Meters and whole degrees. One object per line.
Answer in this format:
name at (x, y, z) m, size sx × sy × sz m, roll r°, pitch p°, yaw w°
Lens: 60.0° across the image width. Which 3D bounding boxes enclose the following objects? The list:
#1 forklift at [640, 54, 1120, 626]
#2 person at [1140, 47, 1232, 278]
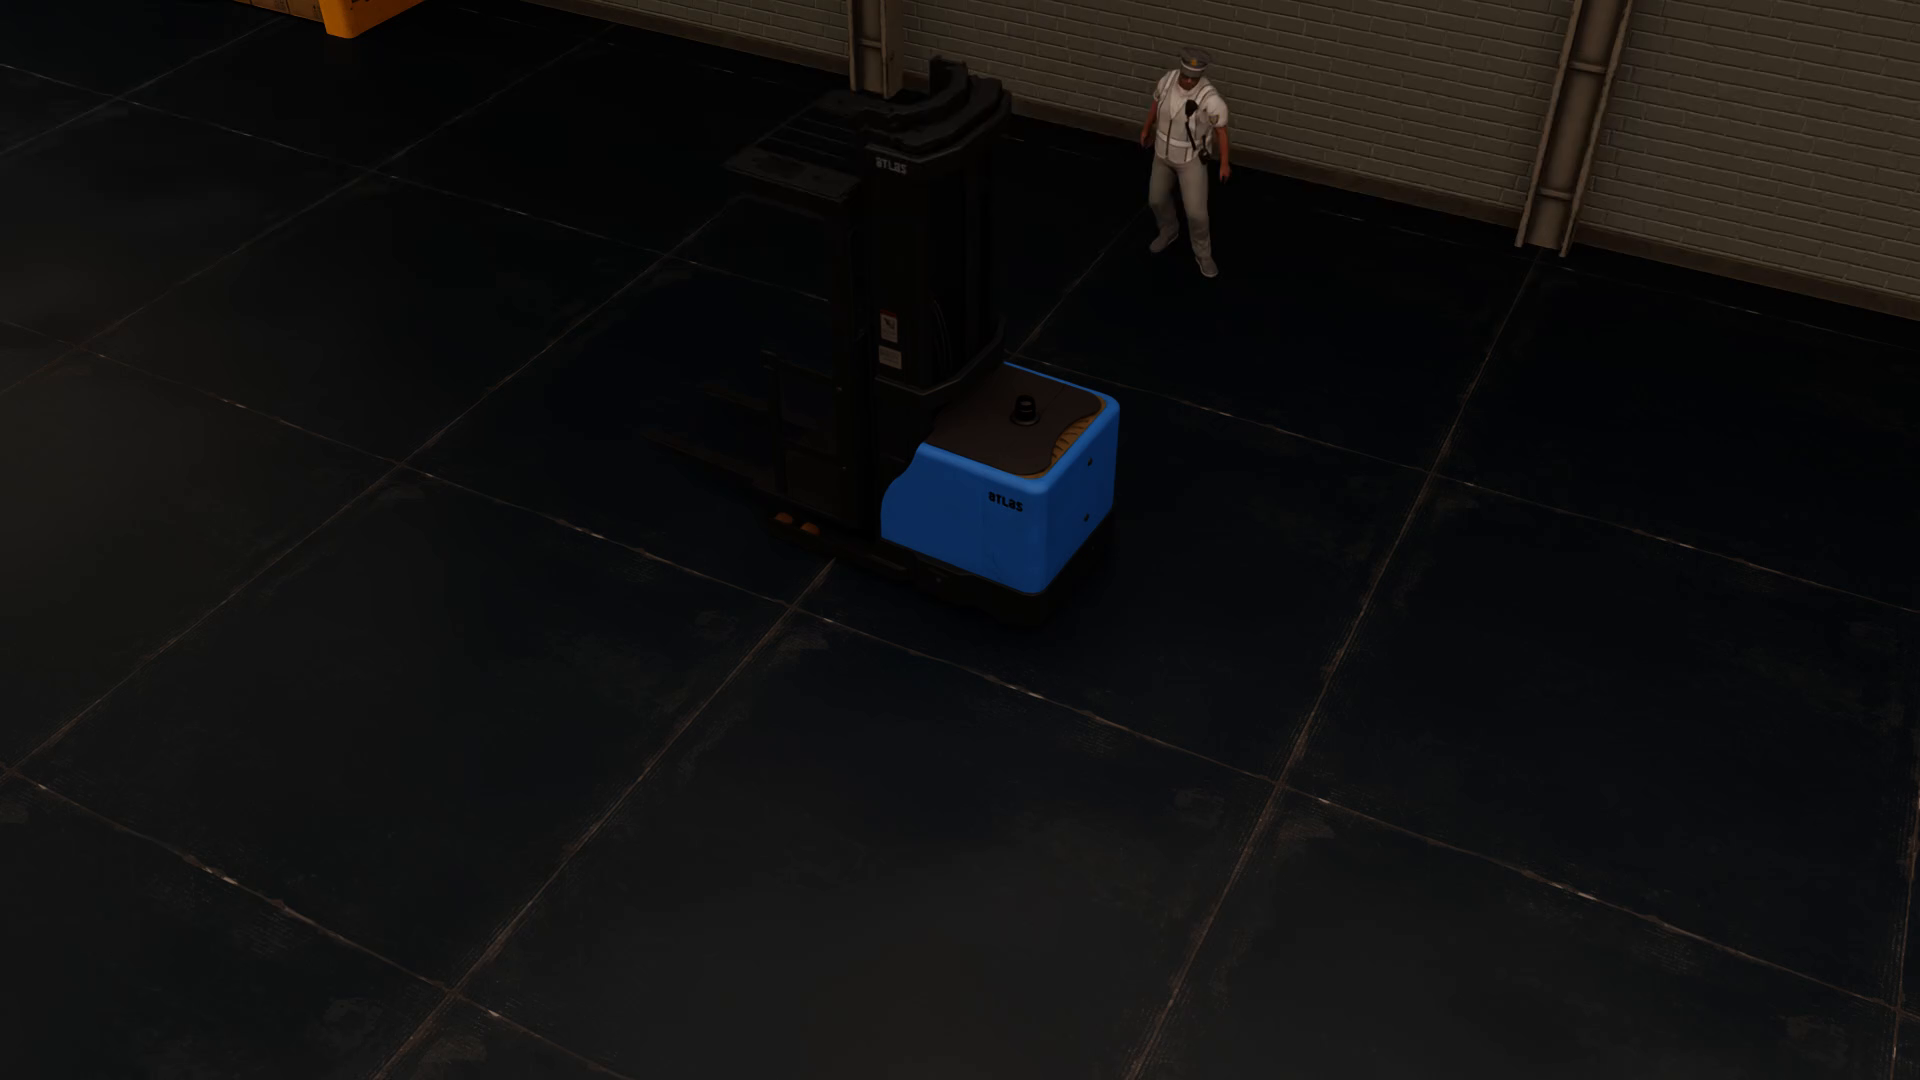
forklift at (-0.596, -1.331, 9.567) m, size 3.031 × 2.935 × 1.130 m, roll 21°, pitch 44°, yaw 23°
person at (1.671, -2.863, 12.357) m, size 0.889 × 1.721 × 0.437 m, roll 30°, pitch 49°, yaw 31°
